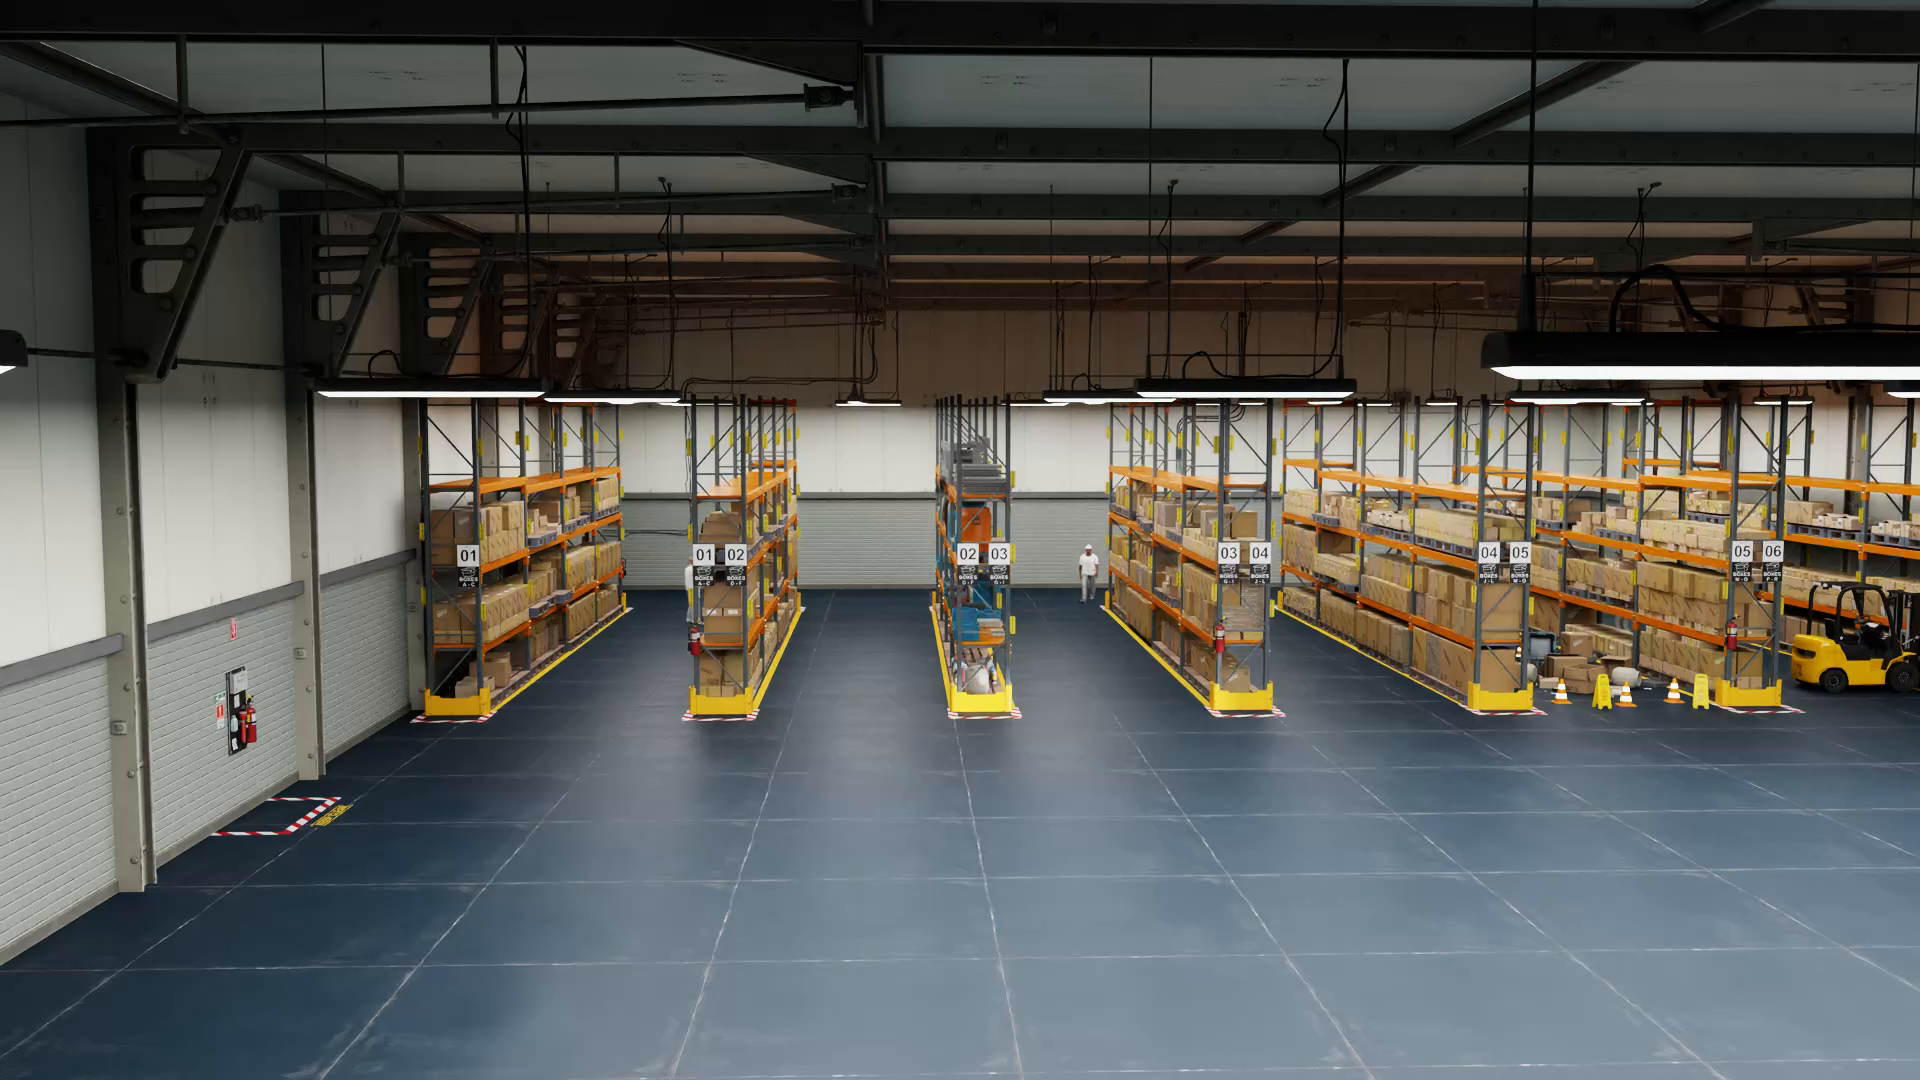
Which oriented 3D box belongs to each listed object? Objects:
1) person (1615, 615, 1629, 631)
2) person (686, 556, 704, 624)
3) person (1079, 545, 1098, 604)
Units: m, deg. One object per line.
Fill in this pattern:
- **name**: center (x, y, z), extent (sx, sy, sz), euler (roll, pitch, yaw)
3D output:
- **person**: center (16.888, 1.560, 42.418), extent (0.351, 1.705, 0.503), euler (-2, 5, -24)
- **person**: center (-7.043, 1.382, 44.459), extent (0.589, 1.708, 0.596), euler (1, 5, 11)
- **person**: center (3.801, 1.000, 49.162), extent (0.580, 1.726, 1.076), euler (0, 5, 6)
